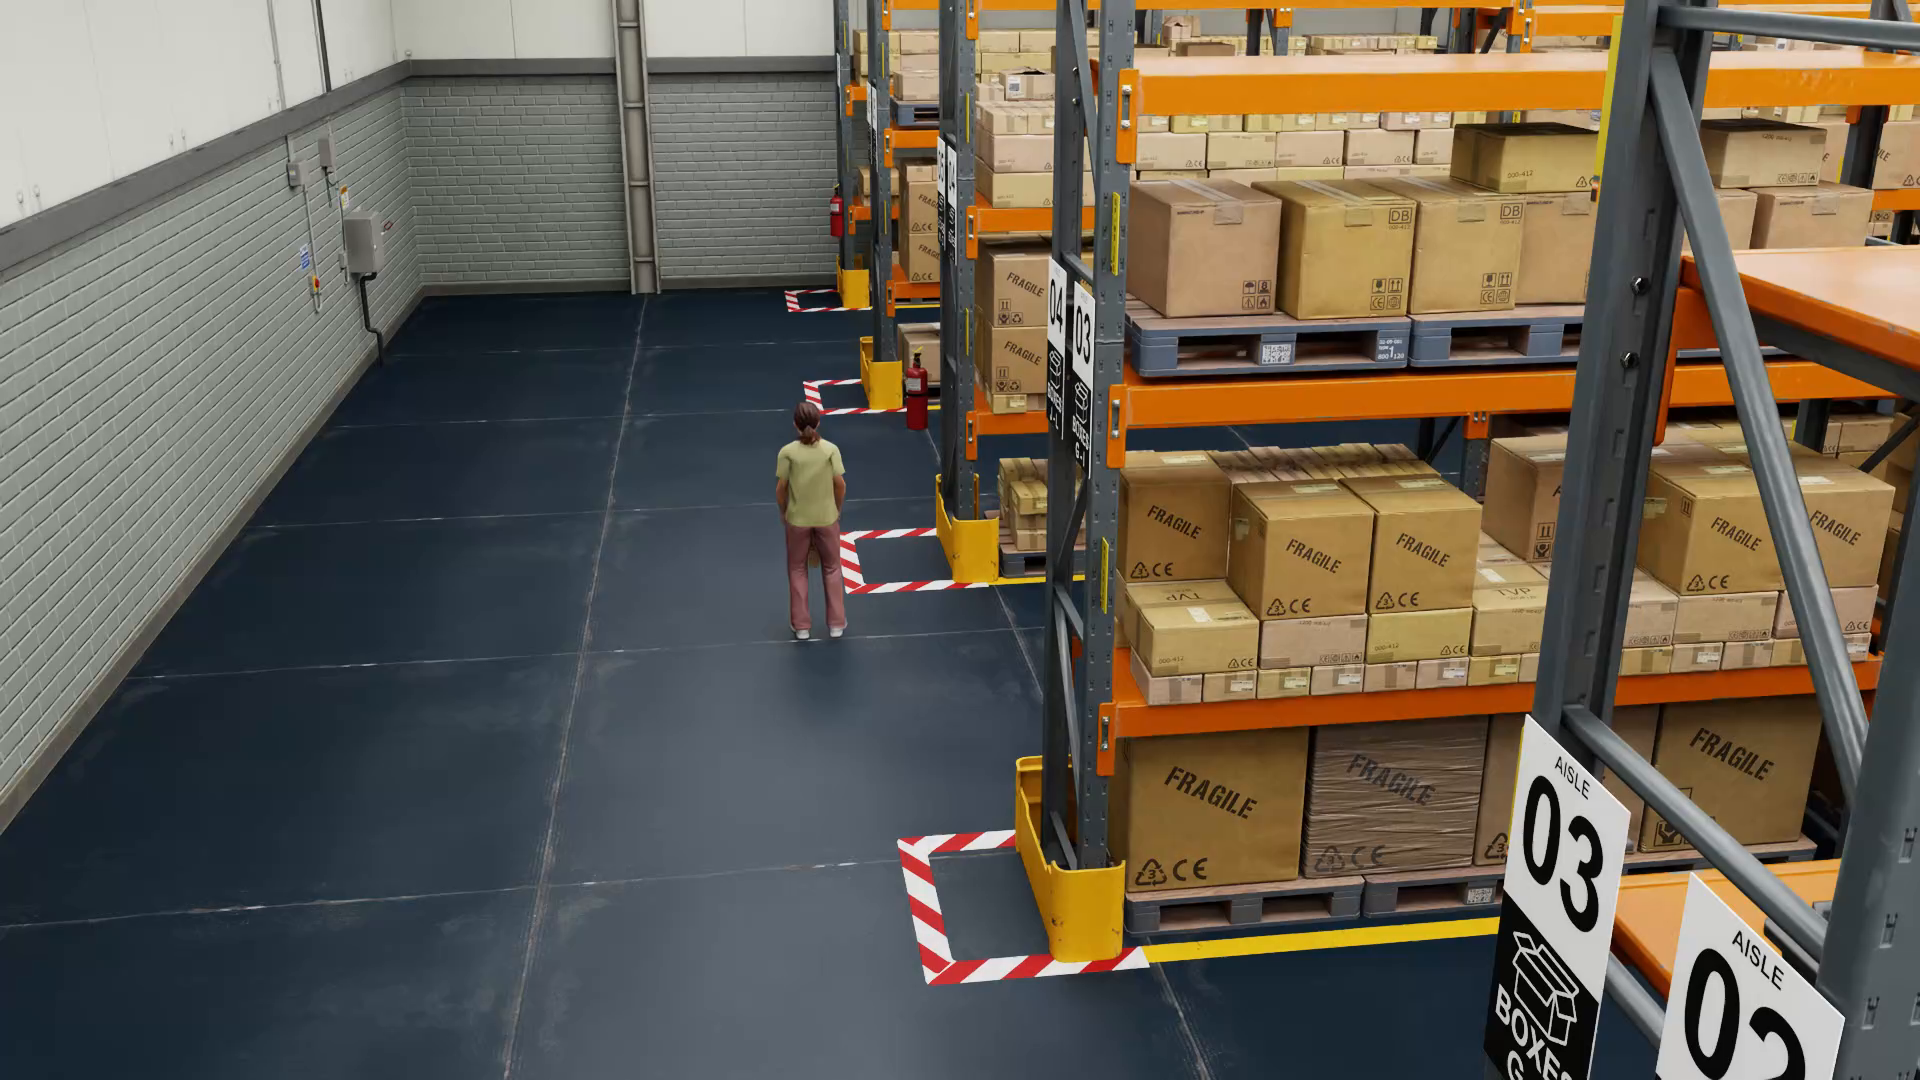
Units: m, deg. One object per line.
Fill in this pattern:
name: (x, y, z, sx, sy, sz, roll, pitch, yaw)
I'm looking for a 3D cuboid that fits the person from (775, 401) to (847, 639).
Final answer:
person: (-1.022, -0.135, 11.440, 0.480, 1.676, 0.359, -3, 20, -8)
